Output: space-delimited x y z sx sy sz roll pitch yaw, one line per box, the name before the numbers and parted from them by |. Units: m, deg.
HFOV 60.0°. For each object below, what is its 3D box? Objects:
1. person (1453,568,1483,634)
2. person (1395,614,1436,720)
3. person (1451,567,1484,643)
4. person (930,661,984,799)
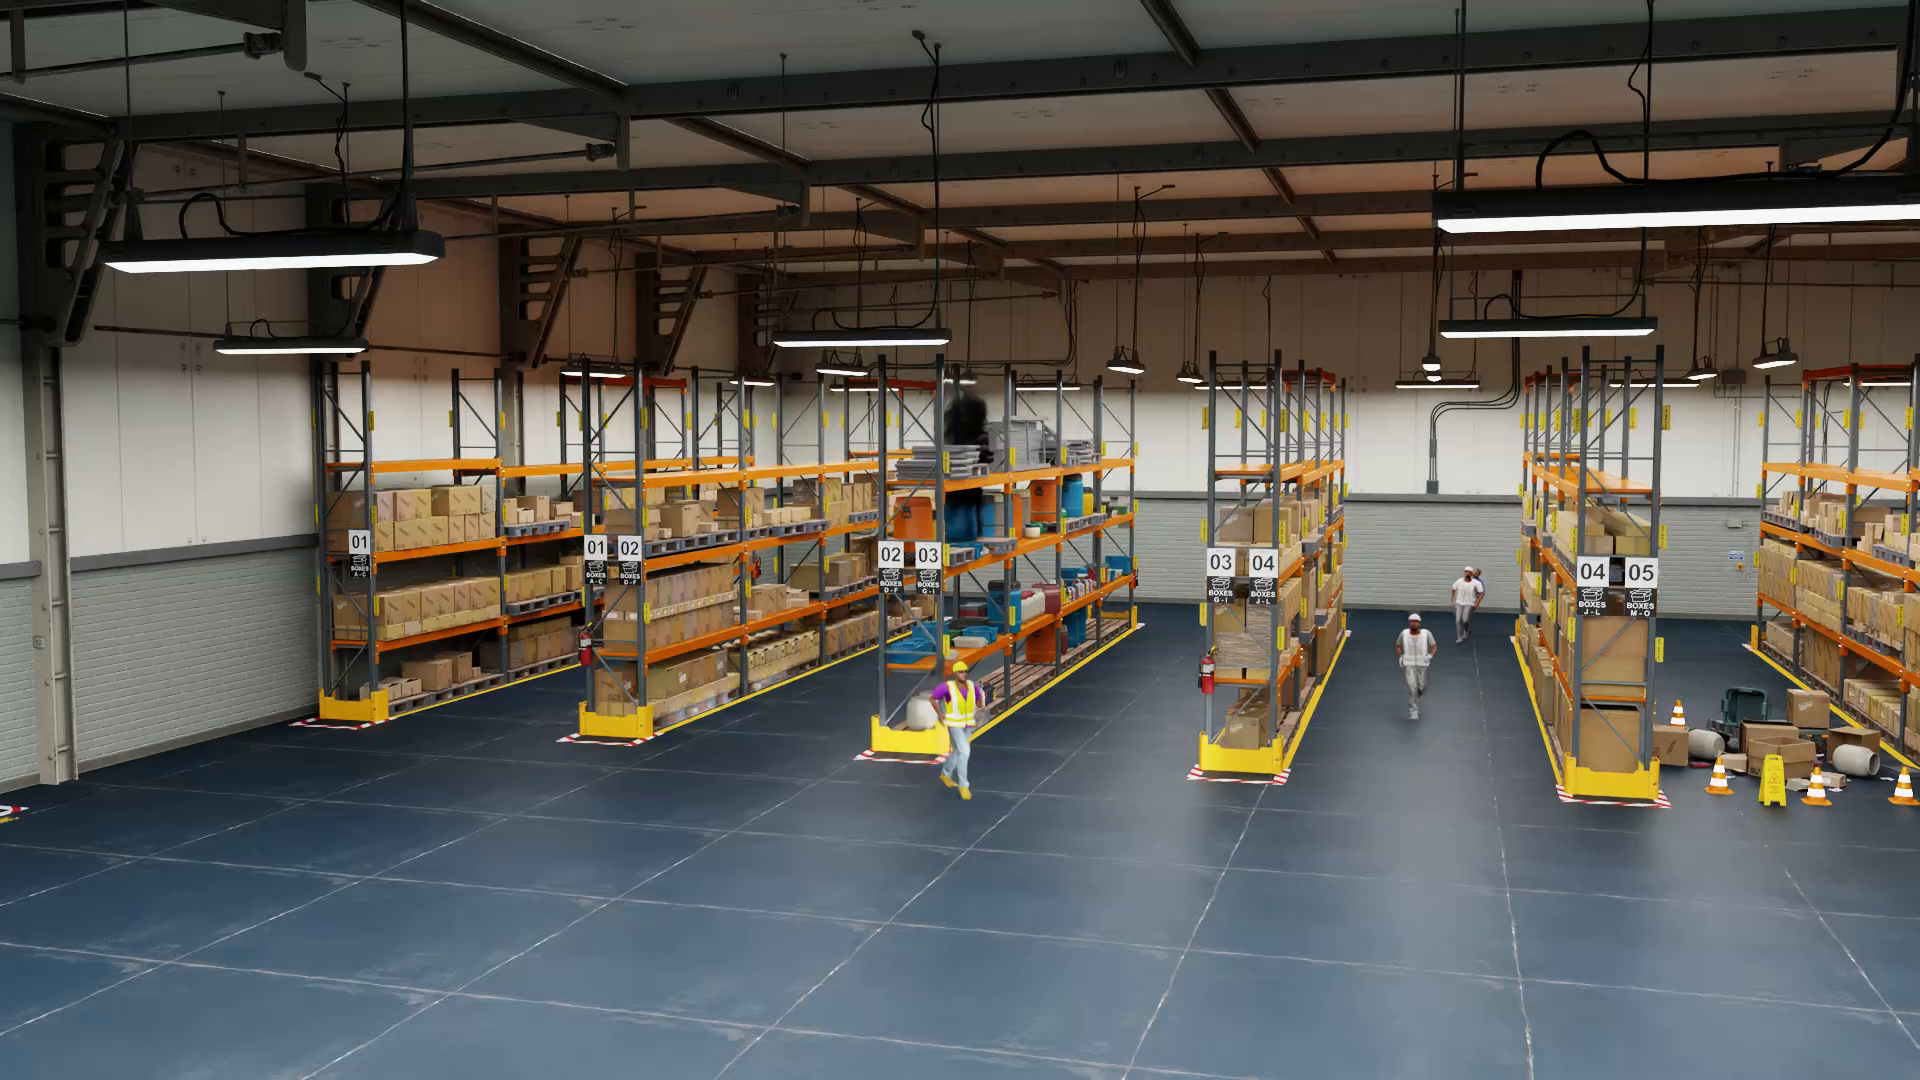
person | 11.829 1.437 38.799 0.516 1.575 0.702 -1 4 -12
person | 7.703 2.125 28.115 0.674 1.767 0.749 1 4 13
person | 11.403 1.466 37.552 0.732 1.727 0.506 3 5 37
person | 0.000 2.533 22.371 0.665 1.830 0.788 -3 5 -37
